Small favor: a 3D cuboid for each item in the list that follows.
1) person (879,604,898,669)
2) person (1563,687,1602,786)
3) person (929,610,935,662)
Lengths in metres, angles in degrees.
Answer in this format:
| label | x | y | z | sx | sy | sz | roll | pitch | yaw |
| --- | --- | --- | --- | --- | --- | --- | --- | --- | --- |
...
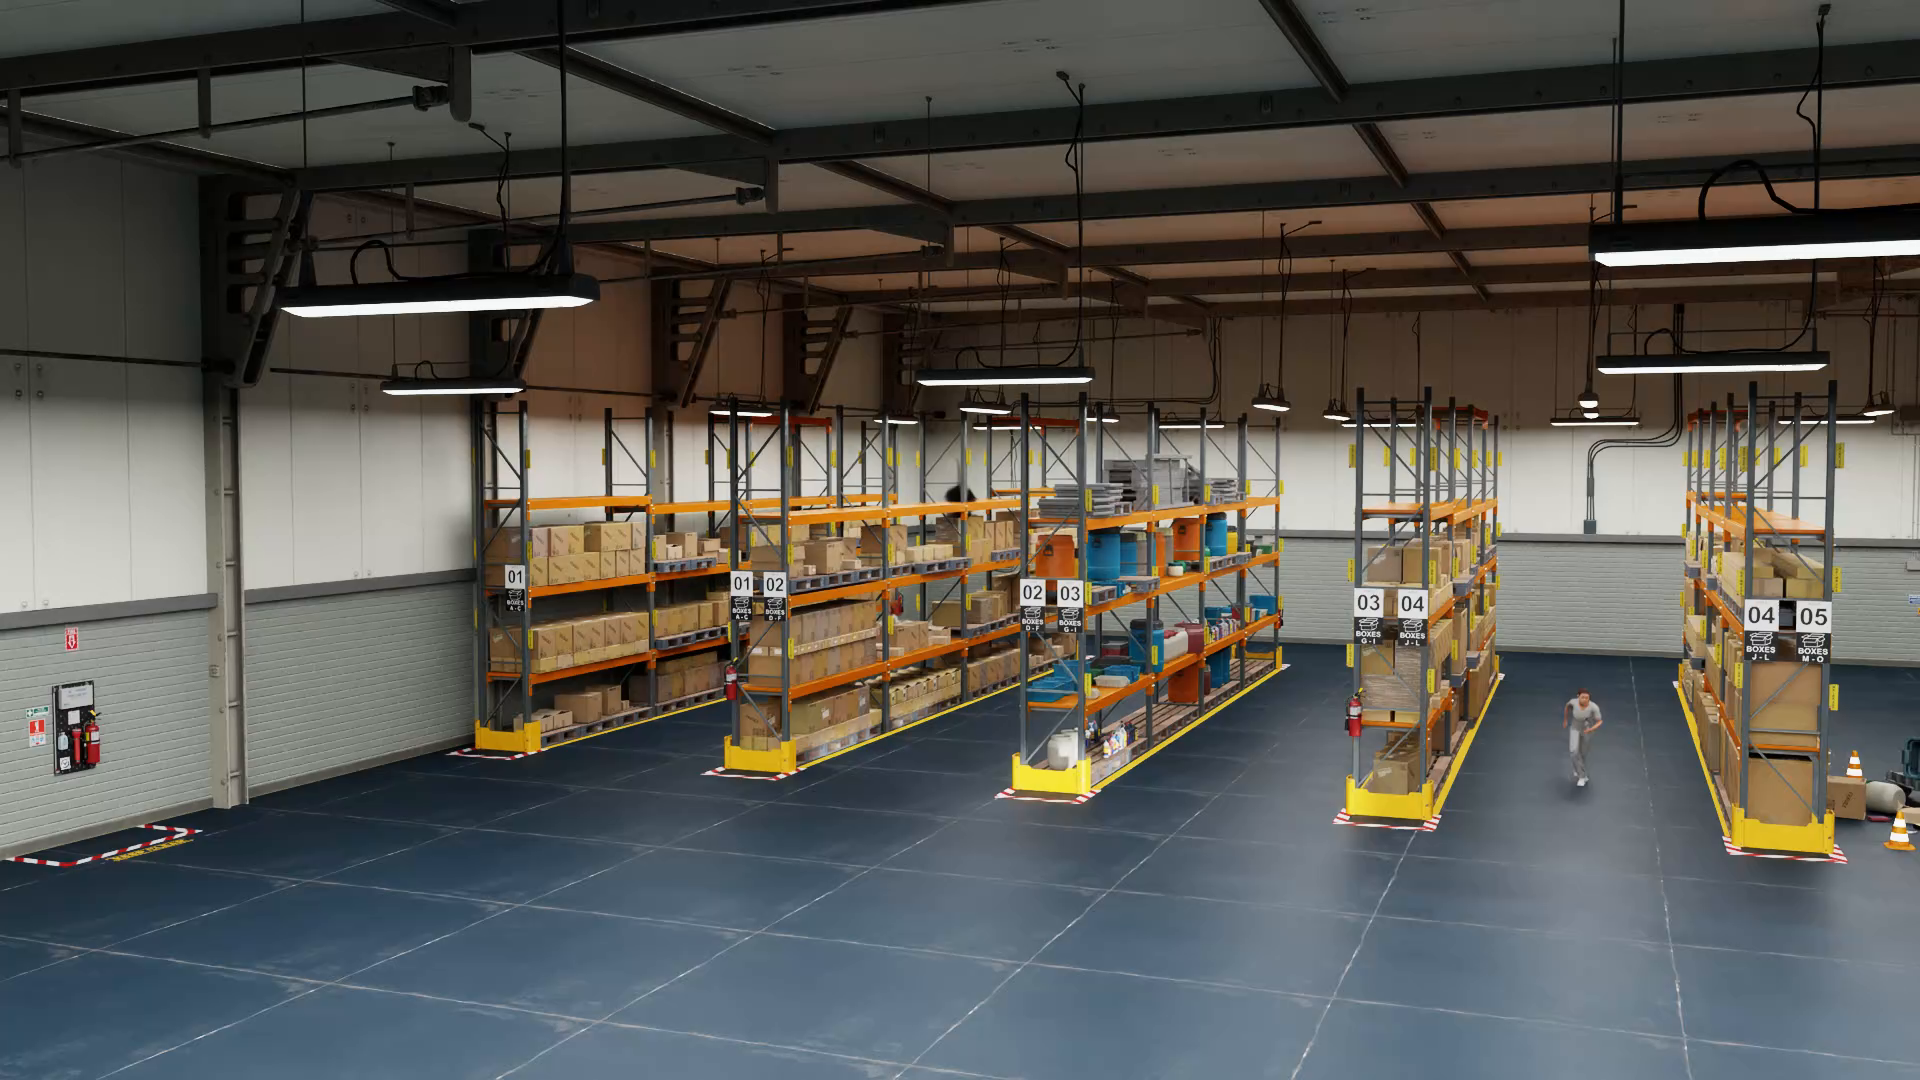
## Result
| label | x | y | z | sx | sy | sz | roll | pitch | yaw |
| --- | --- | --- | --- | --- | --- | --- | --- | --- | --- |
| person | -1.655 | 2.297 | 38.753 | 0.541 | 1.592 | 0.887 | 0 | 3 | 9 |
| person | 9.602 | 2.979 | 25.655 | 0.574 | 1.512 | 1.028 | 1 | 3 | 21 |
| person | -0.486 | 2.363 | 38.222 | 0.595 | 1.575 | 0.722 | 1 | 3 | 12 |
